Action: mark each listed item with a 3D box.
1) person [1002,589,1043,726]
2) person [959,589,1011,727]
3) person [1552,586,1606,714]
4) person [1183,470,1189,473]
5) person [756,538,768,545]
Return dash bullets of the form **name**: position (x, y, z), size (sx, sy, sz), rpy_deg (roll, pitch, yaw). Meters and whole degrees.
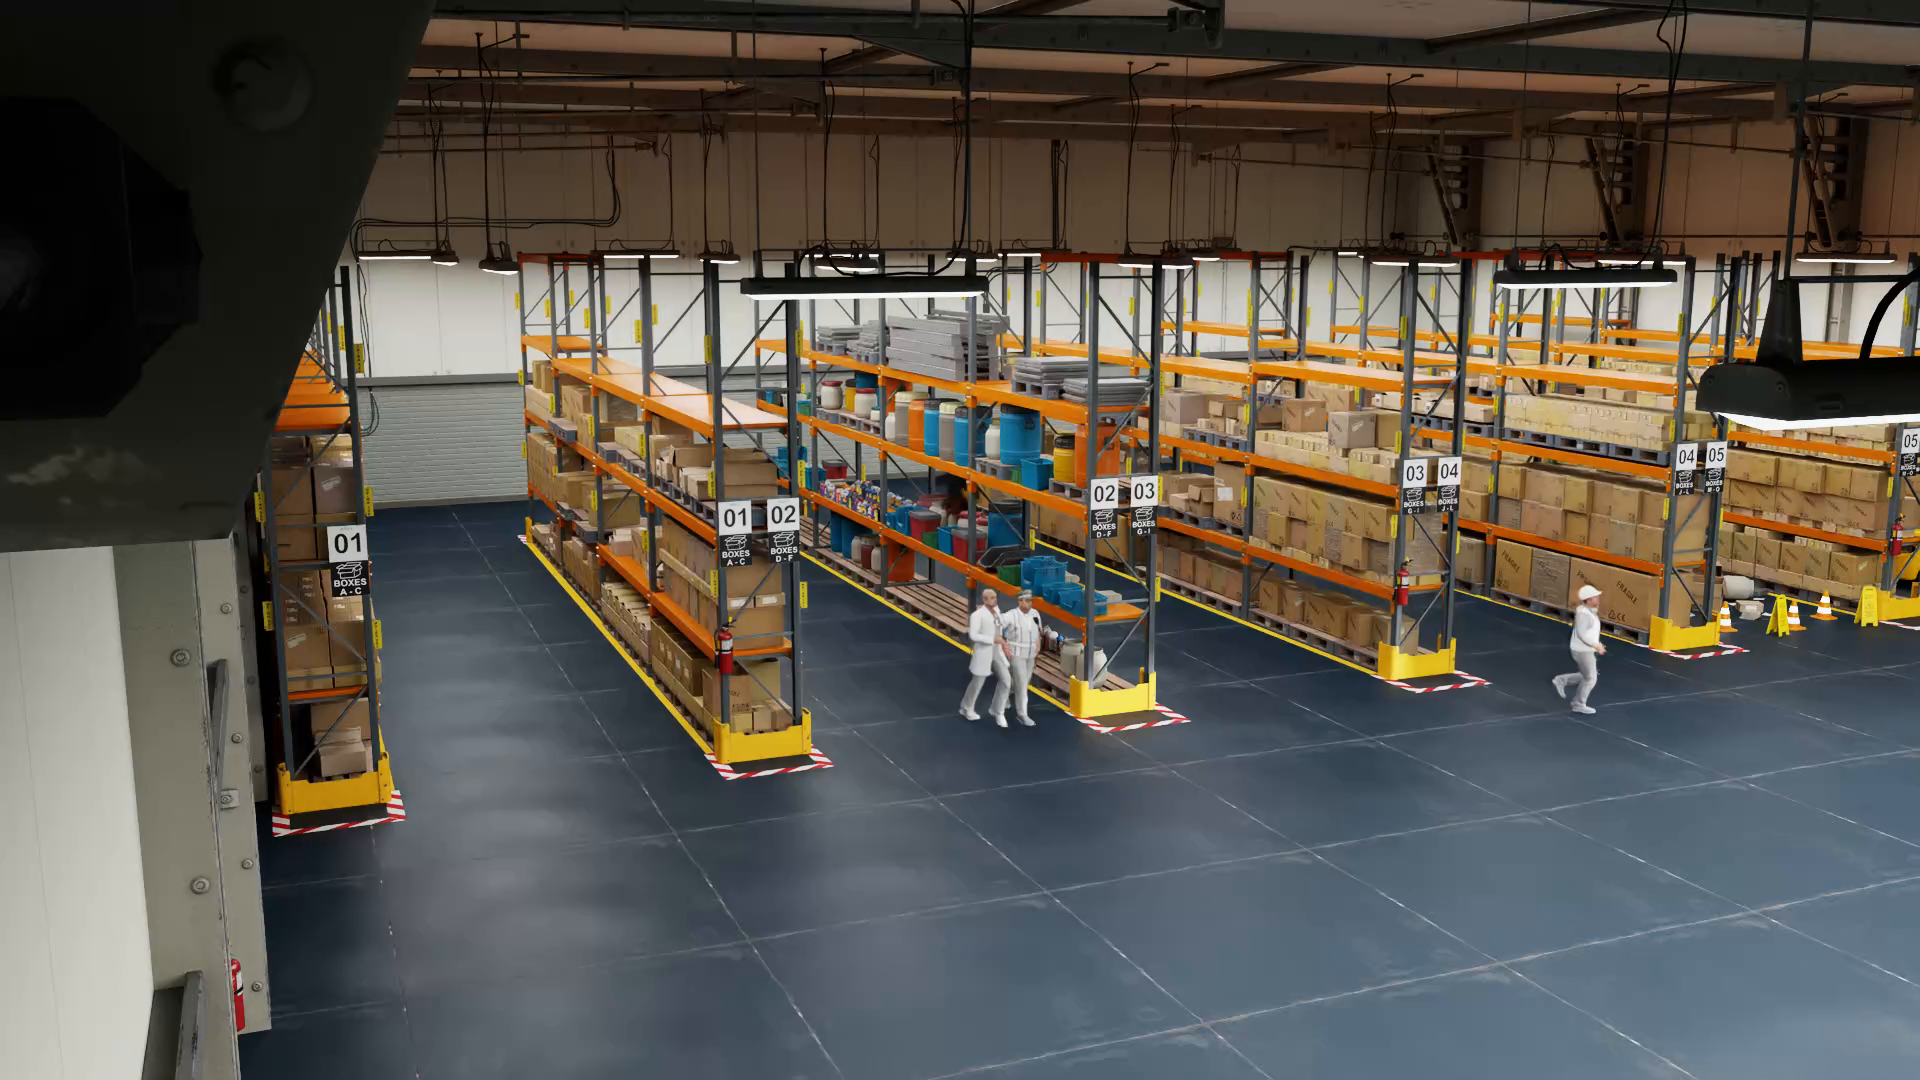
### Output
- **person**: position (0.805, 1.516, 22.018), size (0.693, 1.794, 0.858), rpy_deg (-7, 12, -33)
- **person**: position (0.361, 1.541, 21.771), size (0.734, 1.845, 0.760), rpy_deg (-10, 14, -43)
- **person**: position (8.313, 1.455, 22.293), size (0.661, 1.743, 0.668), rpy_deg (4, 11, 21)
- **person**: position (4.608, -0.636, 34.049), size (0.506, 1.586, 0.656), rpy_deg (-7, 13, -35)
- **person**: position (-3.482, -0.118, 29.453), size (0.664, 1.834, 0.770), rpy_deg (-6, 12, -31)
